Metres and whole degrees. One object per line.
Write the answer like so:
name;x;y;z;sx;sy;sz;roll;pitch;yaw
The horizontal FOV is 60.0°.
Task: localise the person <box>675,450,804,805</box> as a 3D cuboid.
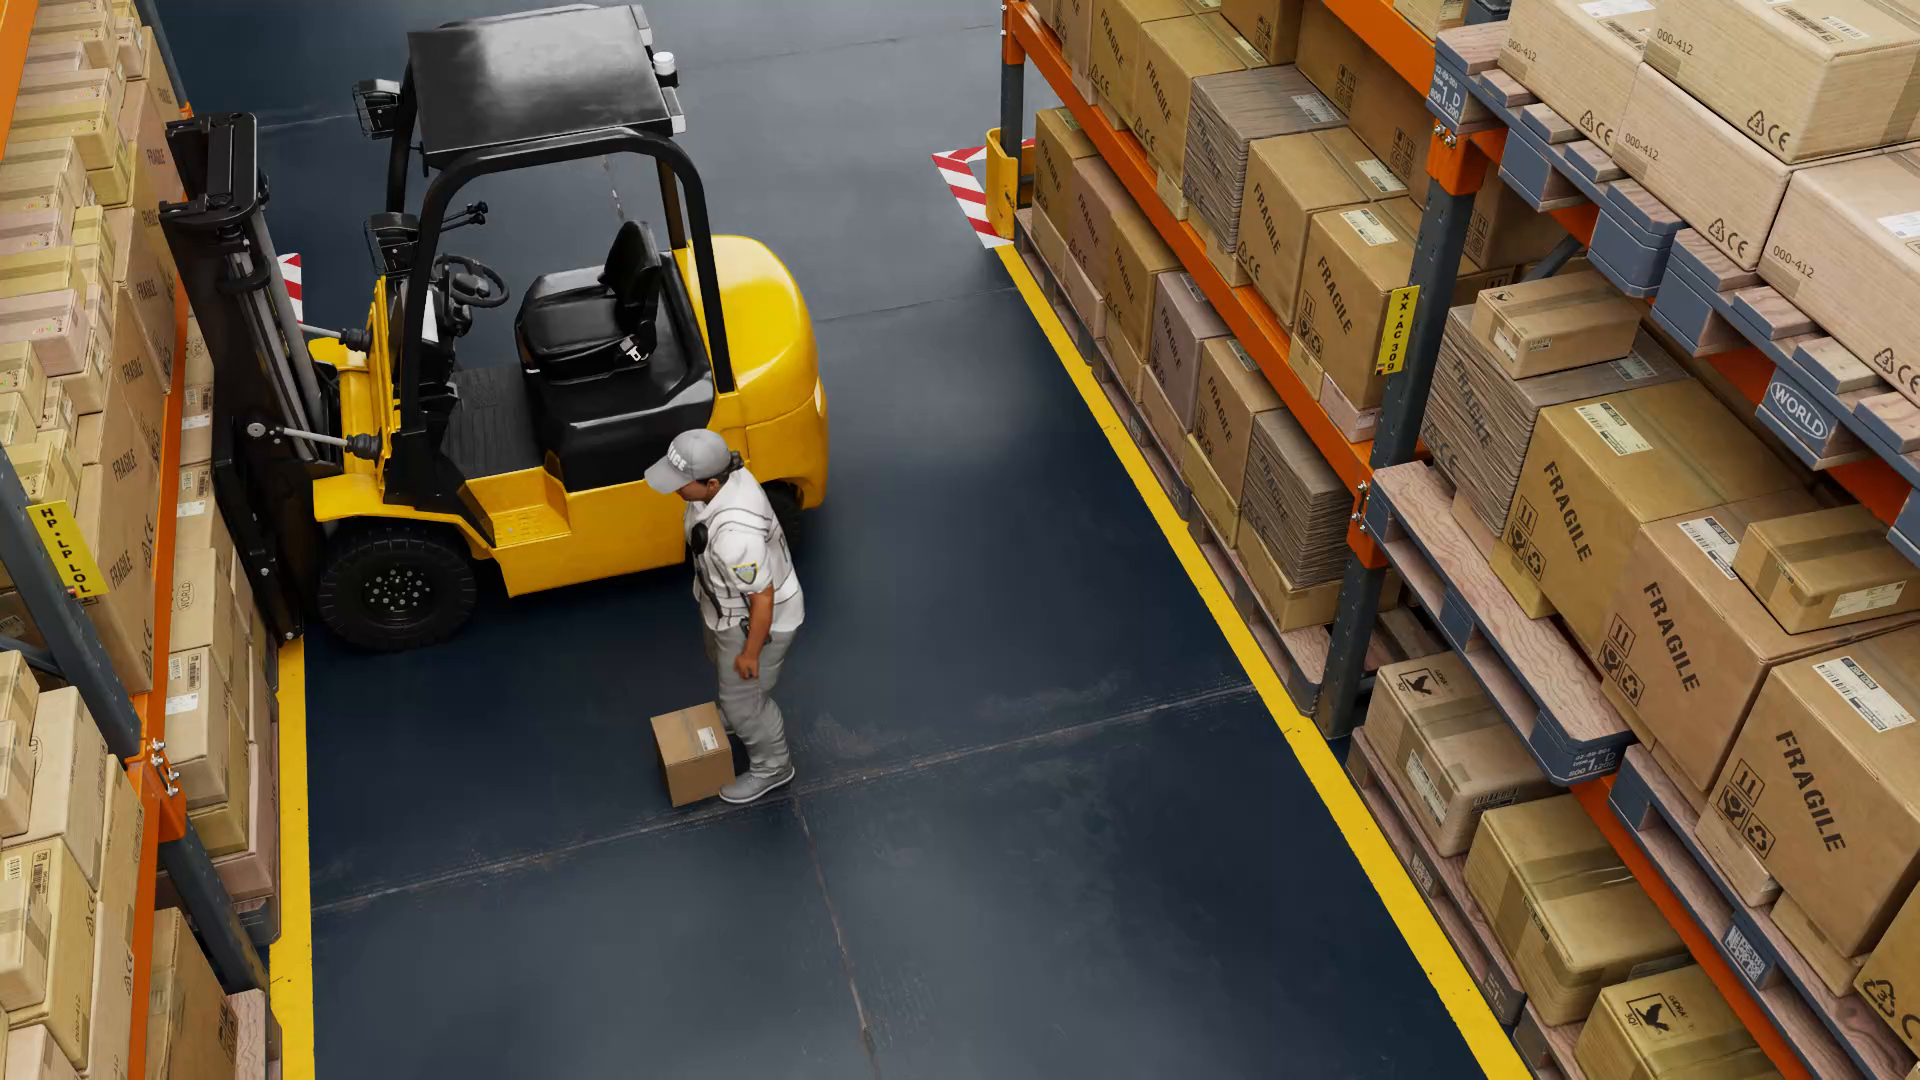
person;-0.774;0.239;5.905;0.399;1.652;0.564;-14;44;-15
